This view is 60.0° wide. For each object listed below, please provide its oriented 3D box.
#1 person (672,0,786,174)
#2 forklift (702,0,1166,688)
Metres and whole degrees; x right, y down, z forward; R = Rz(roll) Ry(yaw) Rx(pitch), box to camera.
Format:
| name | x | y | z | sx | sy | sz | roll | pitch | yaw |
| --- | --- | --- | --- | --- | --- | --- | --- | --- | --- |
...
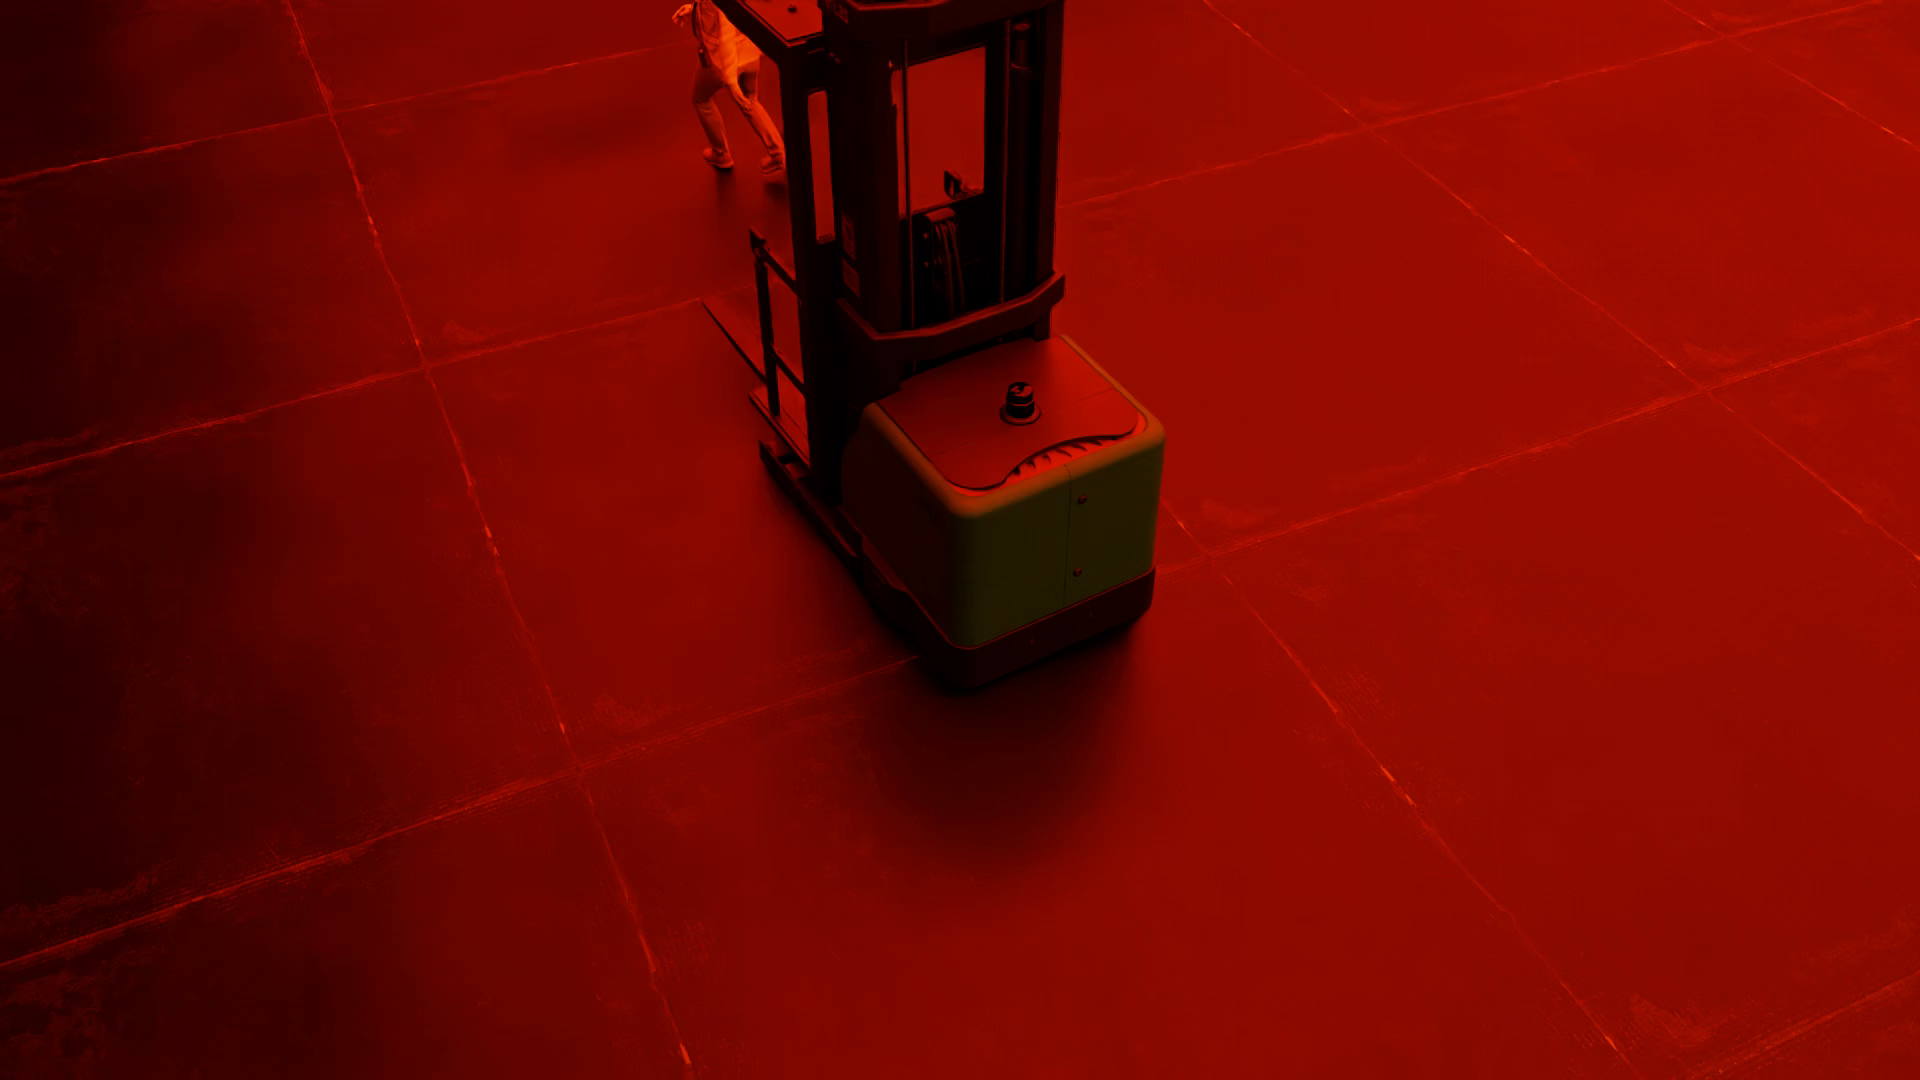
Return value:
| name | x | y | z | sx | sy | sz | roll | pitch | yaw |
| --- | --- | --- | --- | --- | --- | --- | --- | --- | --- |
| person | -1.345 | -2.805 | 9.697 | 0.768 | 1.581 | 0.541 | 32 | 52 | 30 |
| forklift | -0.325 | -1.437 | 7.219 | 1.130 | 2.935 | 3.031 | -22 | 47 | -22 |
